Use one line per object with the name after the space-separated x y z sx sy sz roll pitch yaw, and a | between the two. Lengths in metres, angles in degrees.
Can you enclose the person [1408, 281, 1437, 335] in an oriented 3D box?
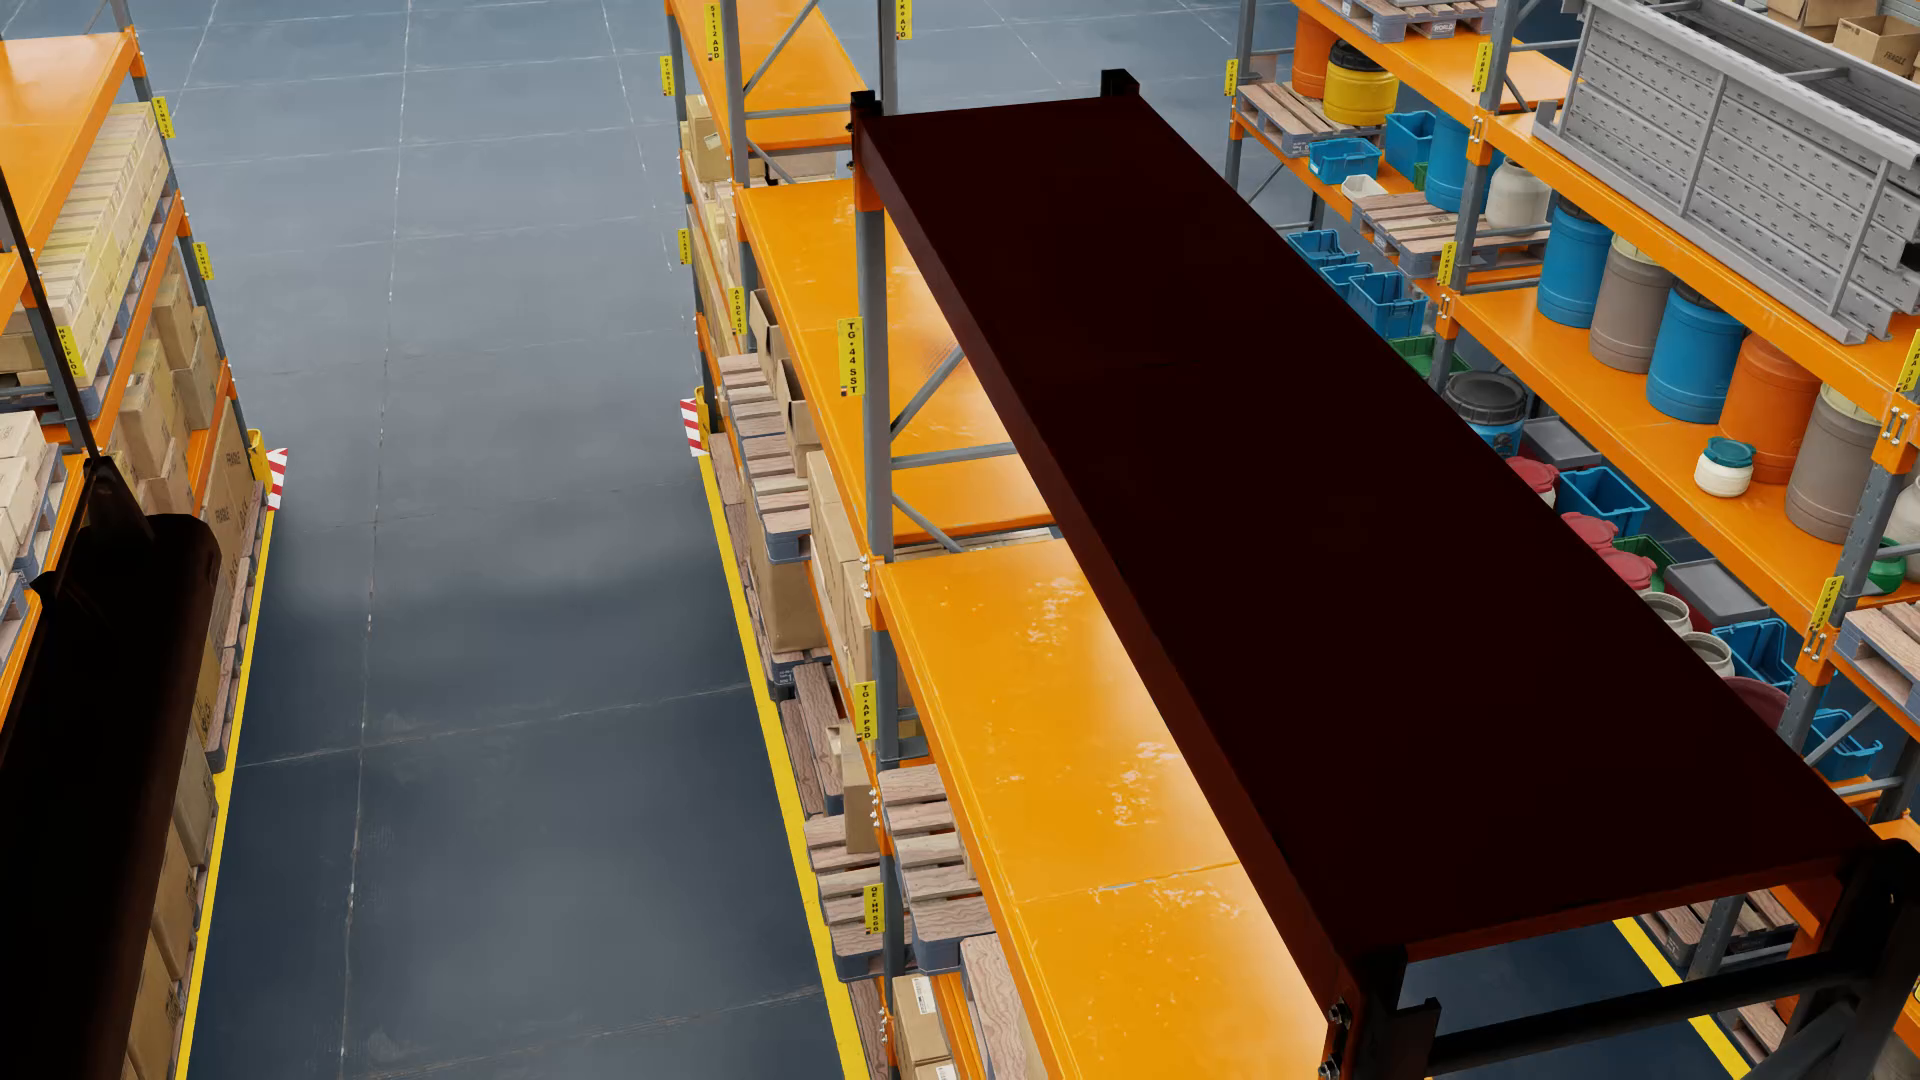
4.562 -2.444 16.269 0.396 1.617 0.486 -4 35 -5 | person
